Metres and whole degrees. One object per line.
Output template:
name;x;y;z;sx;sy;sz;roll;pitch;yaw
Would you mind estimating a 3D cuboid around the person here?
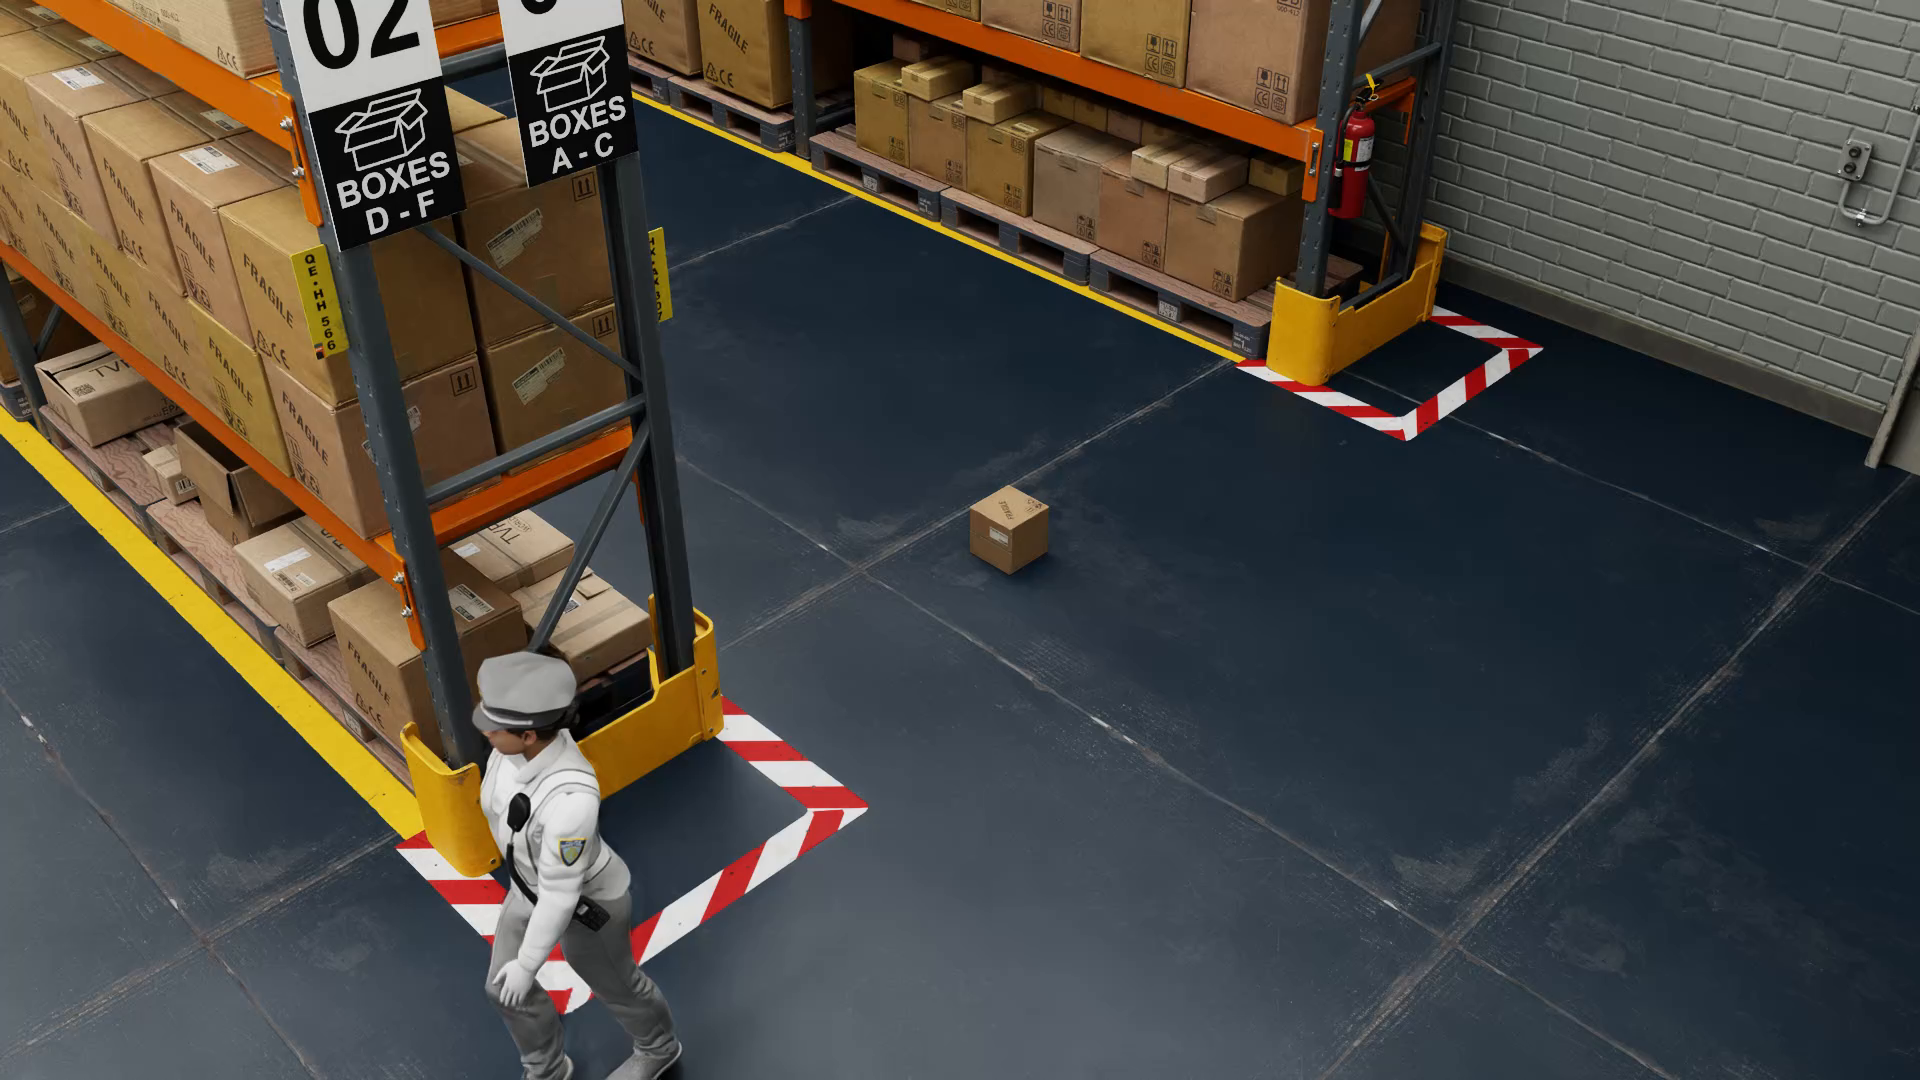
person;-1.137;1.046;4.697;0.558;1.741;0.503;-25;42;-30
